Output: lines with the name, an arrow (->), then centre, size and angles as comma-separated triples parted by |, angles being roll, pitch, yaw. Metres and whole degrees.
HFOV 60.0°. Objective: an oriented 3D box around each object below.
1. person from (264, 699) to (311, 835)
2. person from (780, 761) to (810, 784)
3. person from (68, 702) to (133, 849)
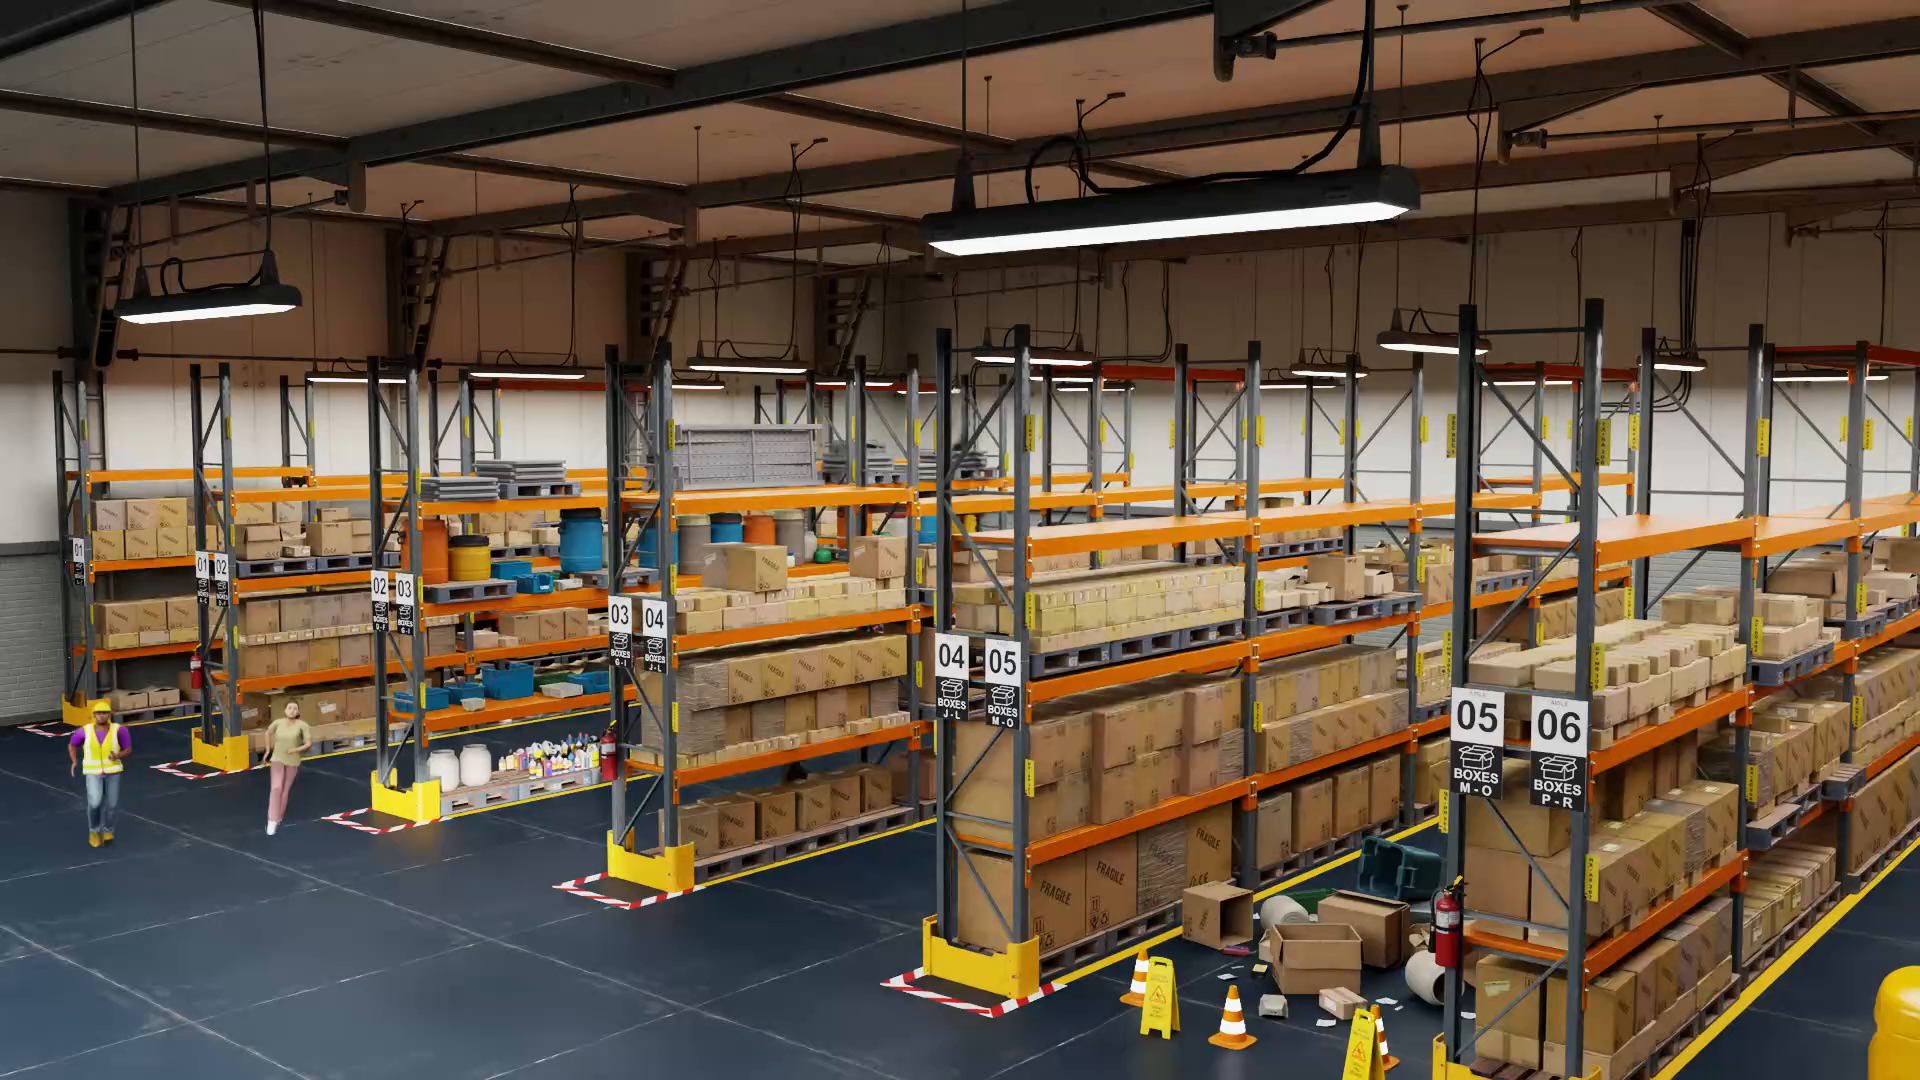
person -> -8.458, 2.822, 20.922 | 0.574, 1.636, 0.685 | -1, 4, -20
person -> -2.255, 2.652, 22.056 | 0.695, 1.763, 1.029 | 3, 5, 33
person -> -10.364, 2.837, 20.093 | 0.674, 1.766, 0.697 | -2, 5, -31
